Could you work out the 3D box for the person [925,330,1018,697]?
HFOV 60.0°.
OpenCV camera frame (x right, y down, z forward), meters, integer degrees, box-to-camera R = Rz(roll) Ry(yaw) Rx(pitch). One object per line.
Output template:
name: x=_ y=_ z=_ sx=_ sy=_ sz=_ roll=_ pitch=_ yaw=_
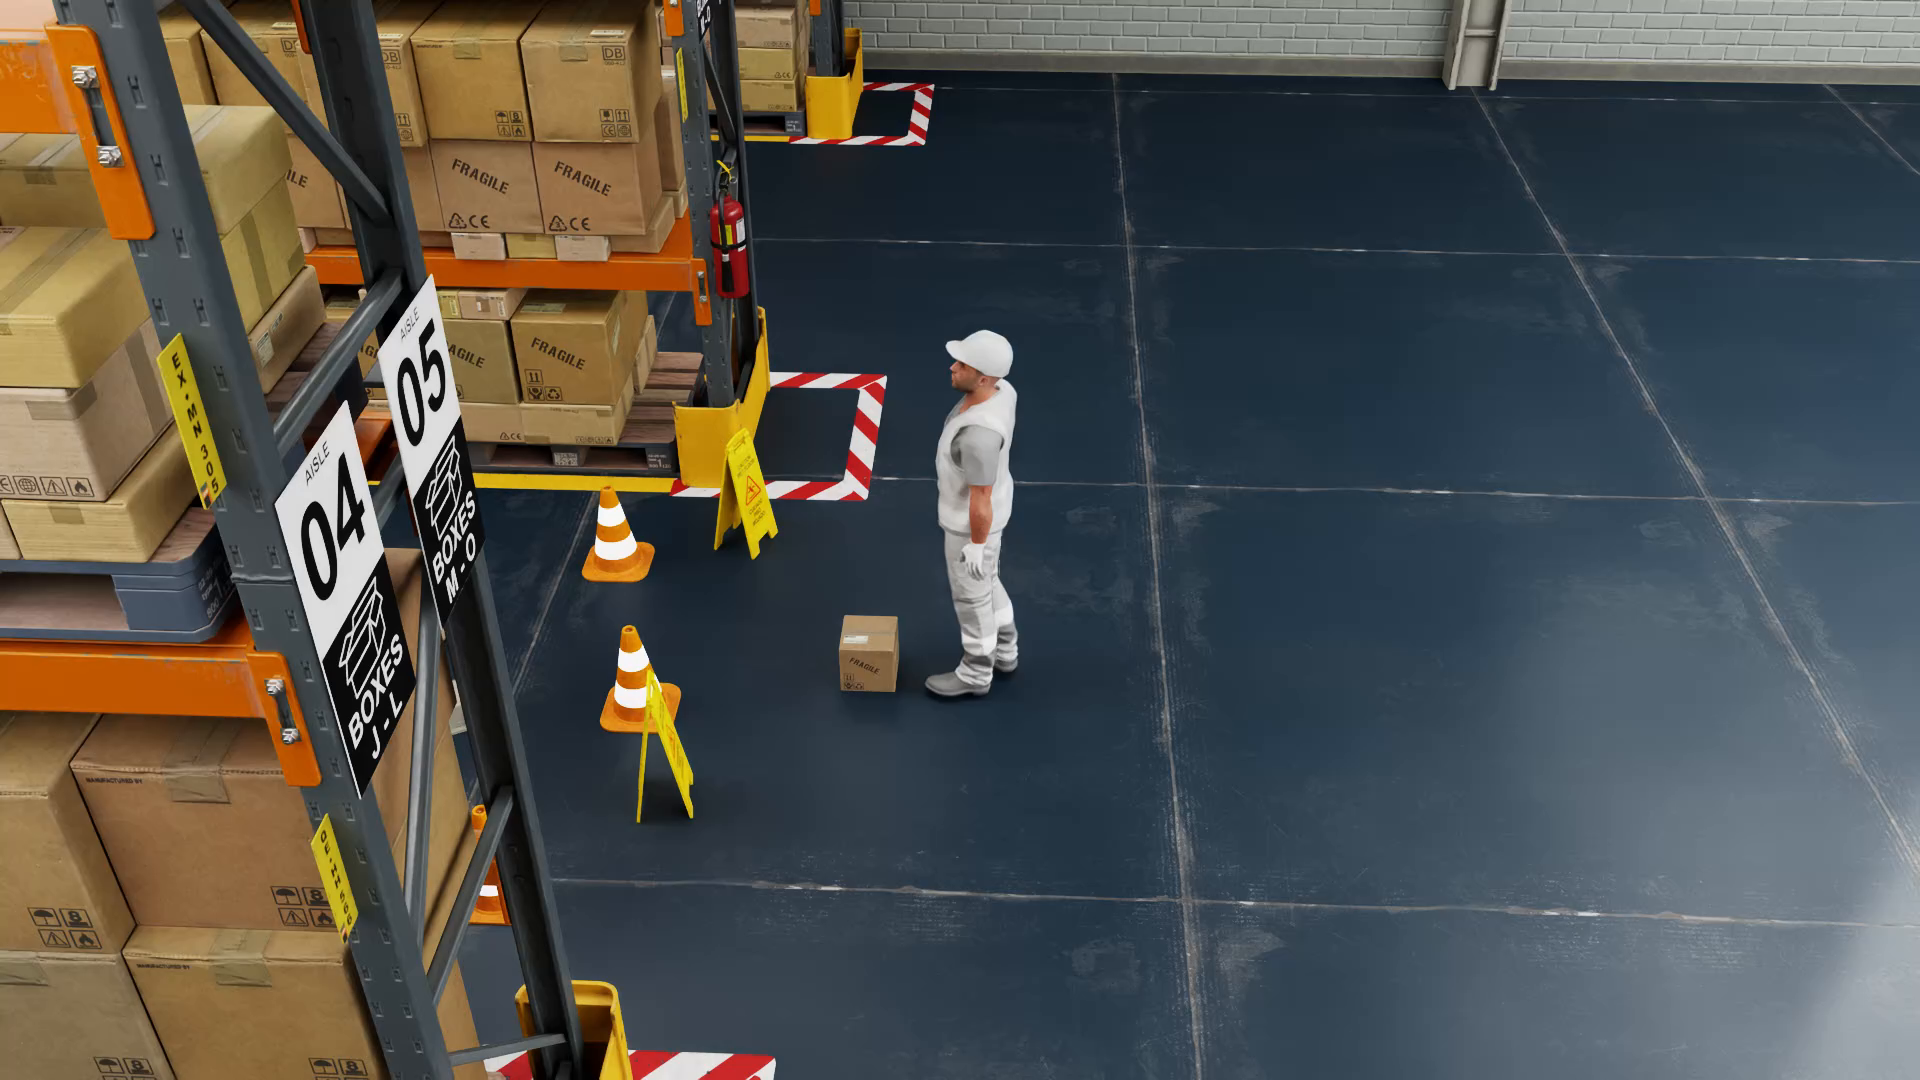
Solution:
person: x=0.059 y=-0.101 z=7.202 sx=0.399 sy=1.790 sz=0.549 roll=6 pitch=36 yaw=8
